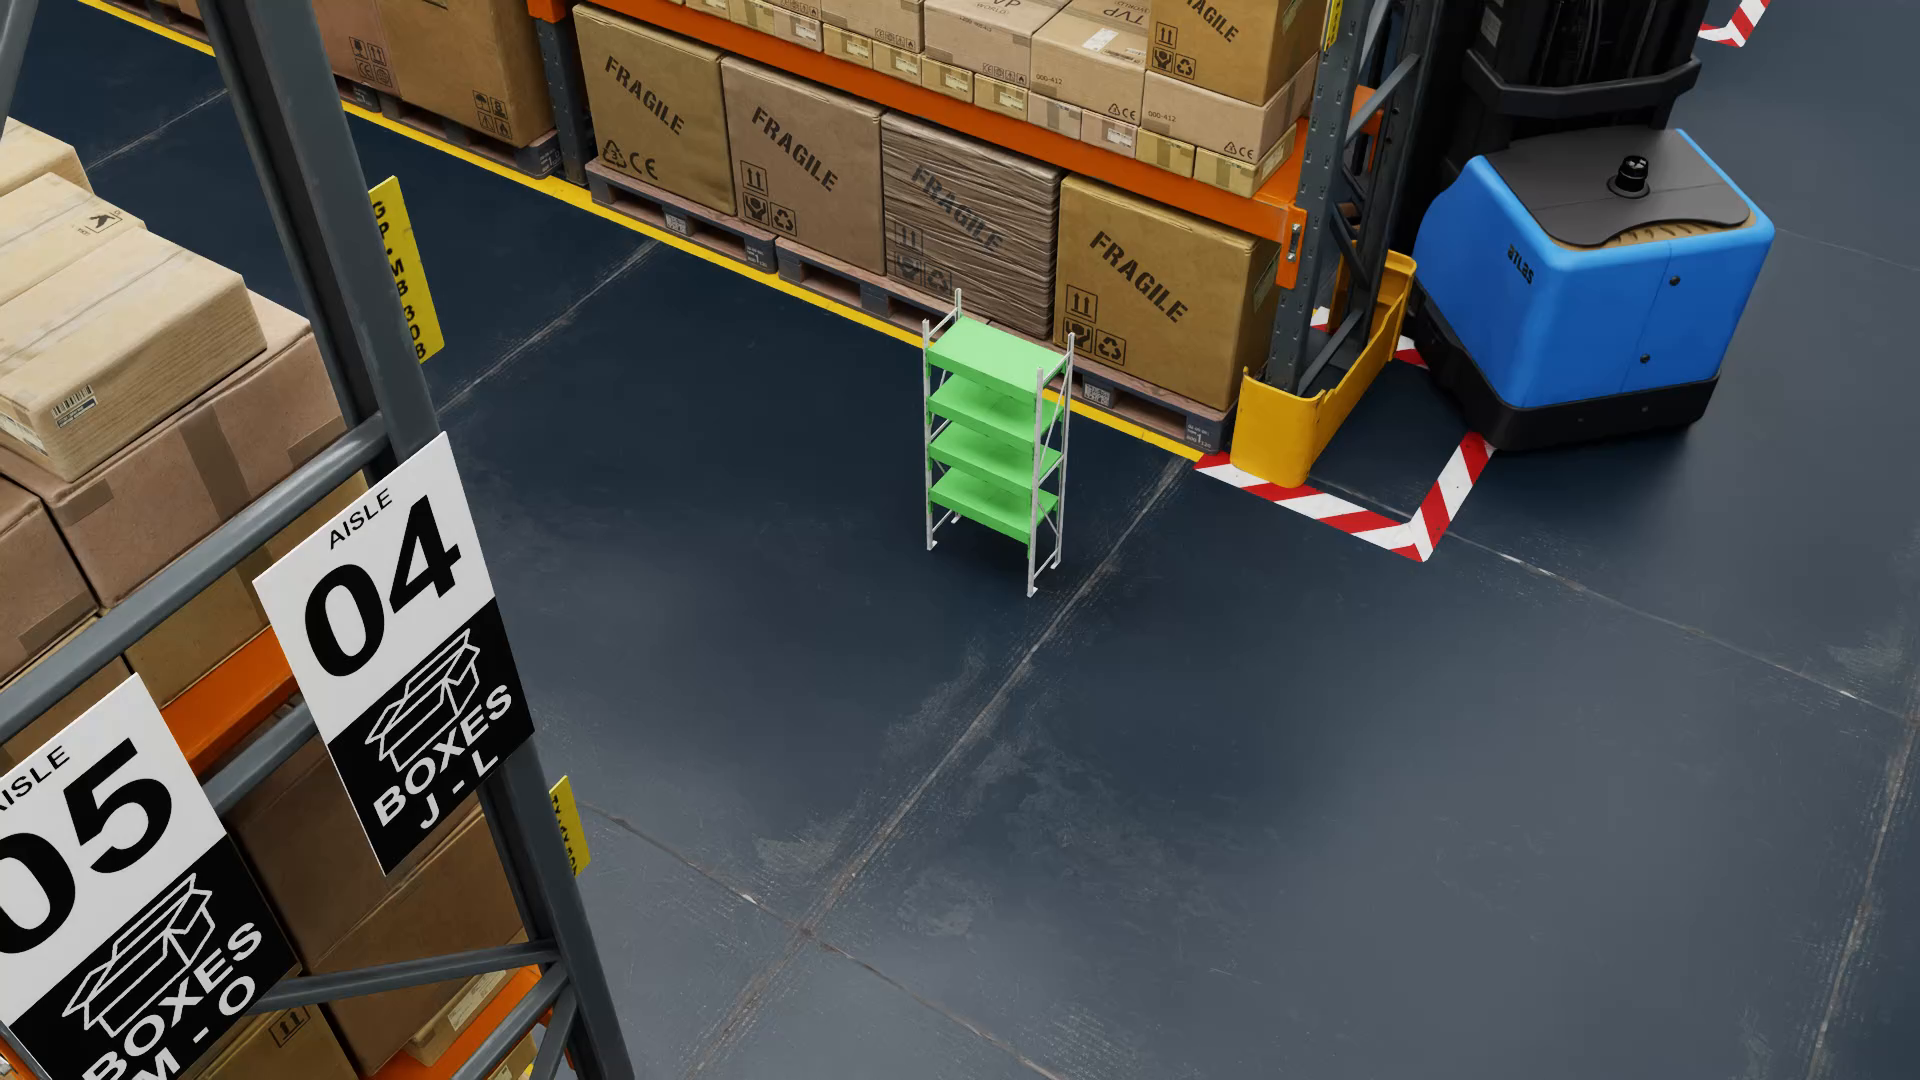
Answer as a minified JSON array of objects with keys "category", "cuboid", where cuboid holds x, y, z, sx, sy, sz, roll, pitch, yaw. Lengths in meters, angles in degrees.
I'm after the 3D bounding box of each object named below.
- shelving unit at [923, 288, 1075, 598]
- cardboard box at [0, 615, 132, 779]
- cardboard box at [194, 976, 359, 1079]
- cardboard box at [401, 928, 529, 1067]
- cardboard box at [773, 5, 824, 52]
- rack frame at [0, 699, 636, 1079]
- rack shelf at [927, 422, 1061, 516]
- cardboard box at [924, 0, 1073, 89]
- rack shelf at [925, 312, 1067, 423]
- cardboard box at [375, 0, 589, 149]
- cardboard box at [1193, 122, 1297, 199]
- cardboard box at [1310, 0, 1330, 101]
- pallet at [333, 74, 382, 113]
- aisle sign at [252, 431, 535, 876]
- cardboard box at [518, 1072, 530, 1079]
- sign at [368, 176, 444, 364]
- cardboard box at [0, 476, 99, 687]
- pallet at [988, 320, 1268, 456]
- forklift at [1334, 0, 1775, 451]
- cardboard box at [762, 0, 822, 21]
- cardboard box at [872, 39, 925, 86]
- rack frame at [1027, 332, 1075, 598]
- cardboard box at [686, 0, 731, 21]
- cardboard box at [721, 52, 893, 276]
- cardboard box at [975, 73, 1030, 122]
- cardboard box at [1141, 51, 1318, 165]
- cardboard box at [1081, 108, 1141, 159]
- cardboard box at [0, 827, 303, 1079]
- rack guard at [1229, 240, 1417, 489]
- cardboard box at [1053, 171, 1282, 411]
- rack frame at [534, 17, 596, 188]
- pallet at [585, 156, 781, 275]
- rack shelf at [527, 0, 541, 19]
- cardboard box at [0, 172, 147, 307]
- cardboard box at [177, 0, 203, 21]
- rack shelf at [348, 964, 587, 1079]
[{"category":"shelving unit","cuboid":[0.139,-0.354,6.479,0.503,1.200,0.258,25,51,22]},{"category":"cardboard box","cuboid":[-1.688,0.267,2.634,0.500,0.250,0.500,24,50,21]},{"category":"cardboard box","cuboid":[-1.680,1.119,3.515,0.500,0.500,0.500,26,51,23]},{"category":"cardboard box","cuboid":[-1.258,1.041,4.044,0.250,0.149,0.380,24,51,22]},{"category":"cardboard box","cuboid":[-0.606,-2.323,7.313,0.250,0.149,0.380,25,51,23]},{"category":"rack frame","cuboid":[-1.162,1.277,3.640,0.127,3.000,1.000,25,51,22]},{"category":"rack shelf","cuboid":[0.139,-0.310,6.525,0.480,0.148,0.258,25,51,22]},{"category":"cardboard box","cuboid":[0.194,-2.151,6.868,0.500,0.250,0.500,23,50,21]},{"category":"rack shelf","cuboid":[0.139,-0.644,6.181,0.480,0.148,0.258,25,51,22]},{"category":"cardboard box","cuboid":[-2.316,-2.869,8.857,0.875,0.875,1.225,25,51,22]},{"category":"cardboard box","cuboid":[1.123,-1.530,6.542,0.250,0.149,0.380,26,51,23]},{"category":"cardboard box","cuboid":[1.342,-2.079,6.797,0.500,0.250,0.500,23,50,21]},{"category":"pallet","cuboid":[-3.488,-2.980,9.721,1.213,0.211,1.003,25,51,22]},{"category":"aisle sign","cuboid":[-0.939,0.218,2.856,0.004,0.787,0.394,25,51,22]},{"category":"cardboard box","cuboid":[-1.431,1.728,4.896,0.250,0.149,0.380,26,51,23]},{"category":"sign","cuboid":[-0.870,-0.401,2.569,0.005,0.325,0.100,25,51,22]},{"category":"cardboard box","cuboid":[-1.687,0.085,2.463,0.500,0.250,0.500,23,50,21]},{"category":"pallet","cuboid":[0.885,-0.969,7.766,1.213,0.211,1.003,25,51,22]},{"category":"forklift","cuboid":[2.501,-2.484,7.342,1.130,2.935,3.031,-9,47,-9]},{"category":"cardboard box","cuboid":[-0.657,-2.546,7.251,0.500,0.250,0.500,26,51,23]},{"category":"cardboard box","cuboid":[-0.164,-2.122,7.118,0.250,0.149,0.380,26,51,23]},{"category":"rack frame","cuboid":[0.345,-0.260,6.387,0.015,1.200,0.240,25,51,22]},{"category":"cardboard box","cuboid":[-1.032,-2.520,7.504,0.250,0.149,0.380,23,50,21]},{"category":"cardboard box","cuboid":[-0.497,-1.981,7.994,0.875,0.875,0.875,25,51,22]},{"category":"cardboard box","cuboid":[0.262,-1.925,6.926,0.250,0.149,0.380,24,50,21]},{"category":"cardboard box","cuboid":[1.049,-1.757,6.485,0.500,0.250,0.500,24,50,22]},{"category":"cardboard box","cuboid":[0.691,-1.728,6.735,0.250,0.149,0.380,25,51,22]},{"category":"cardboard box","cuboid":[-1.682,0.763,3.165,0.500,0.500,0.500,24,50,21]},{"category":"rack guard","cuboid":[1.621,-0.798,7.399,0.348,0.500,1.175,25,51,22]},{"category":"cardboard box","cuboid":[1.019,-1.284,7.317,0.875,0.875,0.875,25,51,22]},{"category":"rack frame","cuboid":[-1.767,-3.227,8.016,0.127,3.000,1.000,25,51,22]},{"category":"pallet","cuboid":[-1.169,-1.914,8.684,1.213,0.211,1.003,25,51,22]},{"category":"rack shelf","cuboid":[-3.450,-3.751,9.027,4.000,0.370,1.077,25,51,22]},{"category":"cardboard box","cuboid":[-1.517,-0.402,2.657,0.250,0.149,0.380,27,51,24]},{"category":"cardboard box","cuboid":[-3.818,-3.552,9.521,0.875,0.875,1.225,25,51,22]},{"category":"rack shelf","cuboid":[-2.846,0.753,4.650,4.000,0.370,1.077,25,51,22]}]
